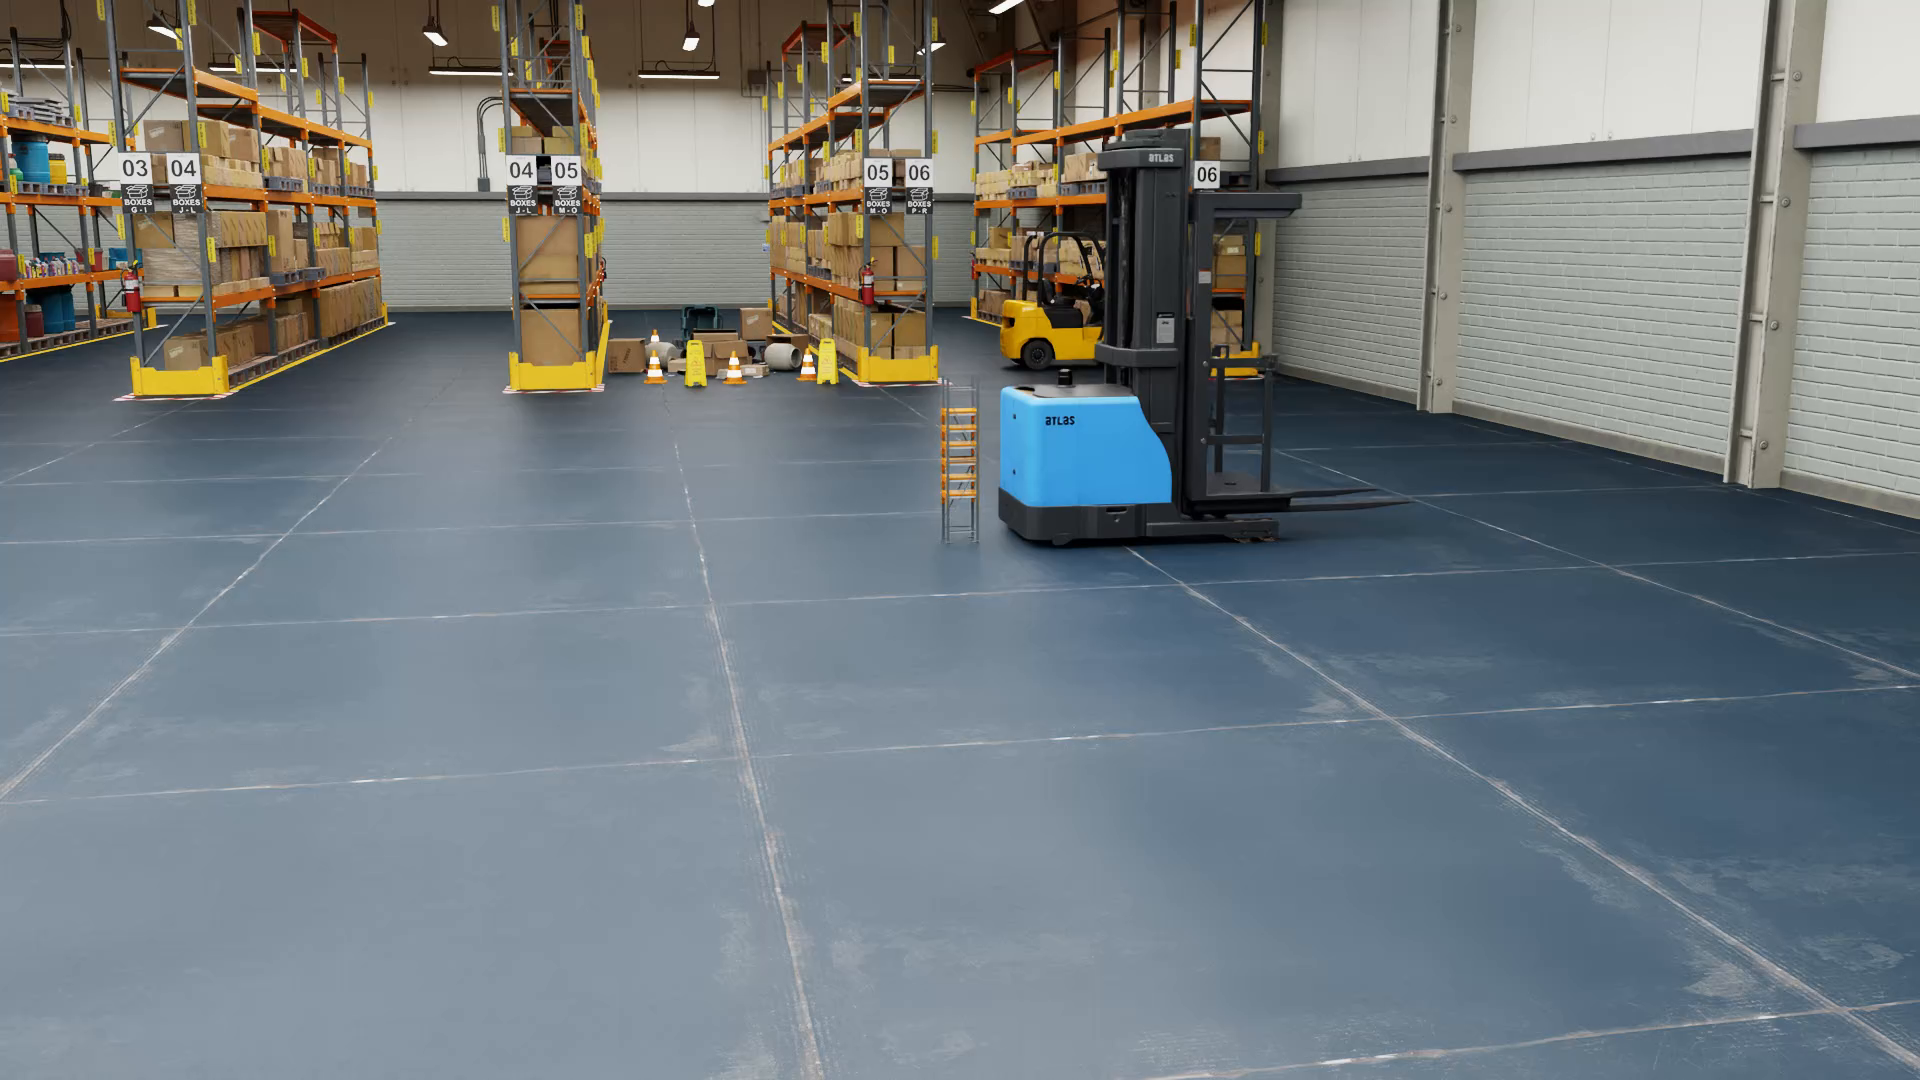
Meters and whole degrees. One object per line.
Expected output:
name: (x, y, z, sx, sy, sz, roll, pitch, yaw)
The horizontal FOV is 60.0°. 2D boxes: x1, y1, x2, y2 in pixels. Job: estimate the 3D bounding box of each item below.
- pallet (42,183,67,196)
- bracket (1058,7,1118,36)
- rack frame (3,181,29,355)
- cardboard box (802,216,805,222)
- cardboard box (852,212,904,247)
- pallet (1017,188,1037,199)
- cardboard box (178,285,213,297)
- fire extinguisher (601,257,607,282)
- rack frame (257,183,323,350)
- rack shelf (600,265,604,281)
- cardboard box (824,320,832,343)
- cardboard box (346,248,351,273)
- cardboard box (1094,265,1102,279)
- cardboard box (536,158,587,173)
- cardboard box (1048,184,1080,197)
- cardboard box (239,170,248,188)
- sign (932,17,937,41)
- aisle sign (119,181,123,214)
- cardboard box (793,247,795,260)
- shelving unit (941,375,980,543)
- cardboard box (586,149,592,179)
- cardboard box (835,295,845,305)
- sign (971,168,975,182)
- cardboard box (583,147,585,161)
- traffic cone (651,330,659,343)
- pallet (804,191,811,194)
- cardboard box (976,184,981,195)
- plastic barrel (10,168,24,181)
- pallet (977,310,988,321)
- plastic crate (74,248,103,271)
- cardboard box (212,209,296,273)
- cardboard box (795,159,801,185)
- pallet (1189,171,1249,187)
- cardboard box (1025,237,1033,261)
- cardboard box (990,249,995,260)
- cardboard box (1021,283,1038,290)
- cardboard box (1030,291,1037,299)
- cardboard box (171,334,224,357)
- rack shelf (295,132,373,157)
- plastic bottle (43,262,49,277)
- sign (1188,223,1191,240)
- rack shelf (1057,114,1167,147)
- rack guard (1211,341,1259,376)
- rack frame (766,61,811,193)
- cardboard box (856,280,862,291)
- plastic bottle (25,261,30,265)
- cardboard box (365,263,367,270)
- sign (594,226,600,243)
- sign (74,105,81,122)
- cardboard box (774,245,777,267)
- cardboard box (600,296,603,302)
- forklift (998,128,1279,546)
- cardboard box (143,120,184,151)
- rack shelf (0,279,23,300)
pallet: (-17.345, -6.519, 30.909, 1.003, 0.211, 1.213, -2, 11, -11)
bracket: (2.616, -10.520, 33.772, 0.076, 0.066, 4.783, -2, 11, -11)
rack frame: (-17.039, -4.753, 29.147, 1.000, 3.000, 0.127, -2, 11, -11)
cardboard box: (-3.555, -6.983, 36.188, 0.380, 0.149, 0.250, -2, 11, -10)
cardboard box: (-1.217, -4.599, 24.598, 0.700, 0.500, 0.500, -2, 11, -12)
pallet: (1.893, -7.277, 34.889, 1.213, 0.211, 1.003, -2, 11, -11)
cardboard box: (-10.446, -3.404, 22.728, 0.380, 0.149, 0.250, -2, 11, -11)
fire extinguisher: (-8.448, -6.404, 39.025, 0.296, 0.674, 0.183, -2, 11, -11)
rack frame: (-12.180, -4.933, 30.093, 1.000, 3.000, 0.127, -2, 11, -11)
rack shelf: (-8.463, -5.842, 36.792, 1.077, 0.370, 4.000, -2, 11, -11)
cardboard box: (-1.929, -3.703, 29.536, 0.950, 0.372, 0.625, -1, 11, -7)
cardboard box: (-12.600, -5.640, 33.540, 0.500, 0.500, 0.500, -2, 11, -11)
cardboard box: (2.729, -4.842, 30.017, 0.500, 0.250, 0.500, -2, 11, -11)
cardboard box: (-6.158, -5.620, 24.960, 1.009, 0.149, 2.292, -2, 11, -10)
cardboard box: (2.071, -6.960, 33.120, 0.500, 0.250, 0.500, -2, 11, -13)
cardboard box: (-10.862, -5.336, 24.588, 0.500, 0.250, 0.500, -2, 11, -11)
sign: (-0.371, -7.291, 23.726, 0.100, 0.325, 0.005, -2, 11, -11)
aisle sign: (-18.321, -7.521, 36.738, 0.394, 0.787, 0.004, -2, 11, -11)
cardboard box: (-3.127, -5.827, 33.855, 0.500, 0.250, 0.500, -2, 11, -13)
shelving unit: (0.003, -0.587, 12.070, 0.258, 1.200, 0.189, -2, 11, -11)
cardboard box: (-6.683, -6.565, 28.983, 0.500, 0.500, 0.500, -2, 11, -11)
cardboard box: (-1.866, -3.959, 27.467, 0.380, 0.149, 0.250, -2, 11, -10)
sign: (0.320, -8.825, 40.181, 0.100, 0.325, 0.005, -2, 11, -11)
cardboard box: (-5.877, -5.805, 24.864, 0.500, 0.250, 0.500, -2, 11, -11)
traffic cone: (-5.297, -3.416, 28.907, 0.336, 0.463, 0.334, -2, 11, -11)
pallet: (-3.011, -7.240, 34.704, 0.805, 0.209, 1.217, -3, 11, -13)
cardboard box: (0.671, -8.397, 39.873, 0.500, 0.250, 0.500, -2, 11, -12)
plastic barrel: (-17.019, -6.559, 29.907, 0.294, 0.245, 0.294, 0, 11, 0)
pallet: (1.023, -5.412, 40.067, 1.003, 0.211, 1.213, -2, 11, -11)
plastic crate: (-17.744, -5.721, 33.898, 0.402, 0.464, 0.583, -2, 11, -11)
cardboard box: (-11.420, -4.851, 26.936, 1.000, 1.000, 1.000, -2, 11, -11)
cardboard box: (-2.839, -7.197, 32.575, 0.700, 0.500, 0.500, -3, 11, -14)
pallet: (3.852, -5.568, 25.644, 1.003, 0.211, 1.213, -2, 11, -11)
cardboard box: (1.759, -6.128, 34.980, 0.700, 0.500, 0.500, -2, 11, -11)
cardboard box: (0.997, -6.643, 38.683, 0.500, 0.250, 0.500, -2, 11, -13)
cardboard box: (1.537, -5.530, 36.261, 0.380, 0.149, 0.250, -3, 11, -14)
cardboard box: (1.709, -5.238, 35.524, 0.380, 0.149, 0.250, -2, 11, -11)
cardboard box: (-10.879, -2.668, 23.753, 0.500, 0.500, 0.500, 1, 11, 4)
rack shelf: (-13.347, -8.431, 35.419, 1.077, 0.370, 4.000, -2, 11, -11)
plastic bottle: (-17.076, -5.038, 30.974, 0.152, 0.276, 0.135, -2, 11, -11)
sign: (3.429, -4.676, 25.009, 0.100, 0.325, 0.005, -2, 11, -11)
rack shelf: (2.797, -7.505, 30.555, 1.077, 0.370, 4.000, -2, 11, -11)
rack guard: (3.969, -2.775, 25.440, 1.175, 0.500, 0.348, -2, 11, -11)
rack frame: (-4.016, -9.708, 39.134, 1.000, 3.000, 0.127, -2, 11, -11)
cardboard box: (-1.344, -3.806, 24.844, 0.380, 0.149, 0.250, -2, 11, -12)
plastic bottle: (-17.771, -5.163, 31.631, 0.152, 0.276, 0.135, -2, 11, -11)
cardboard box: (-13.438, -6.123, 36.346, 1.022, 0.399, 1.531, -2, 11, -12)
sign: (-6.752, -5.685, 30.944, 0.100, 0.325, 0.005, -2, 11, -11)
sign: (-17.277, -8.351, 32.563, 0.100, 0.325, 0.005, -2, 11, -11)
cardboard box: (-3.997, -6.526, 38.193, 0.500, 0.500, 0.500, -2, 11, -11)
cardboard box: (-8.332, -5.481, 37.884, 0.380, 0.149, 0.250, -2, 11, -12)
forklift: (1.863, -1.515, 12.318, 3.031, 2.935, 1.130, -2, 11, -11)
cardboard box: (-11.174, -5.655, 23.465, 0.500, 0.500, 0.500, -2, 11, -11)
rack shelf: (-16.650, -4.033, 27.287, 1.077, 0.370, 4.000, -2, 11, -11)
